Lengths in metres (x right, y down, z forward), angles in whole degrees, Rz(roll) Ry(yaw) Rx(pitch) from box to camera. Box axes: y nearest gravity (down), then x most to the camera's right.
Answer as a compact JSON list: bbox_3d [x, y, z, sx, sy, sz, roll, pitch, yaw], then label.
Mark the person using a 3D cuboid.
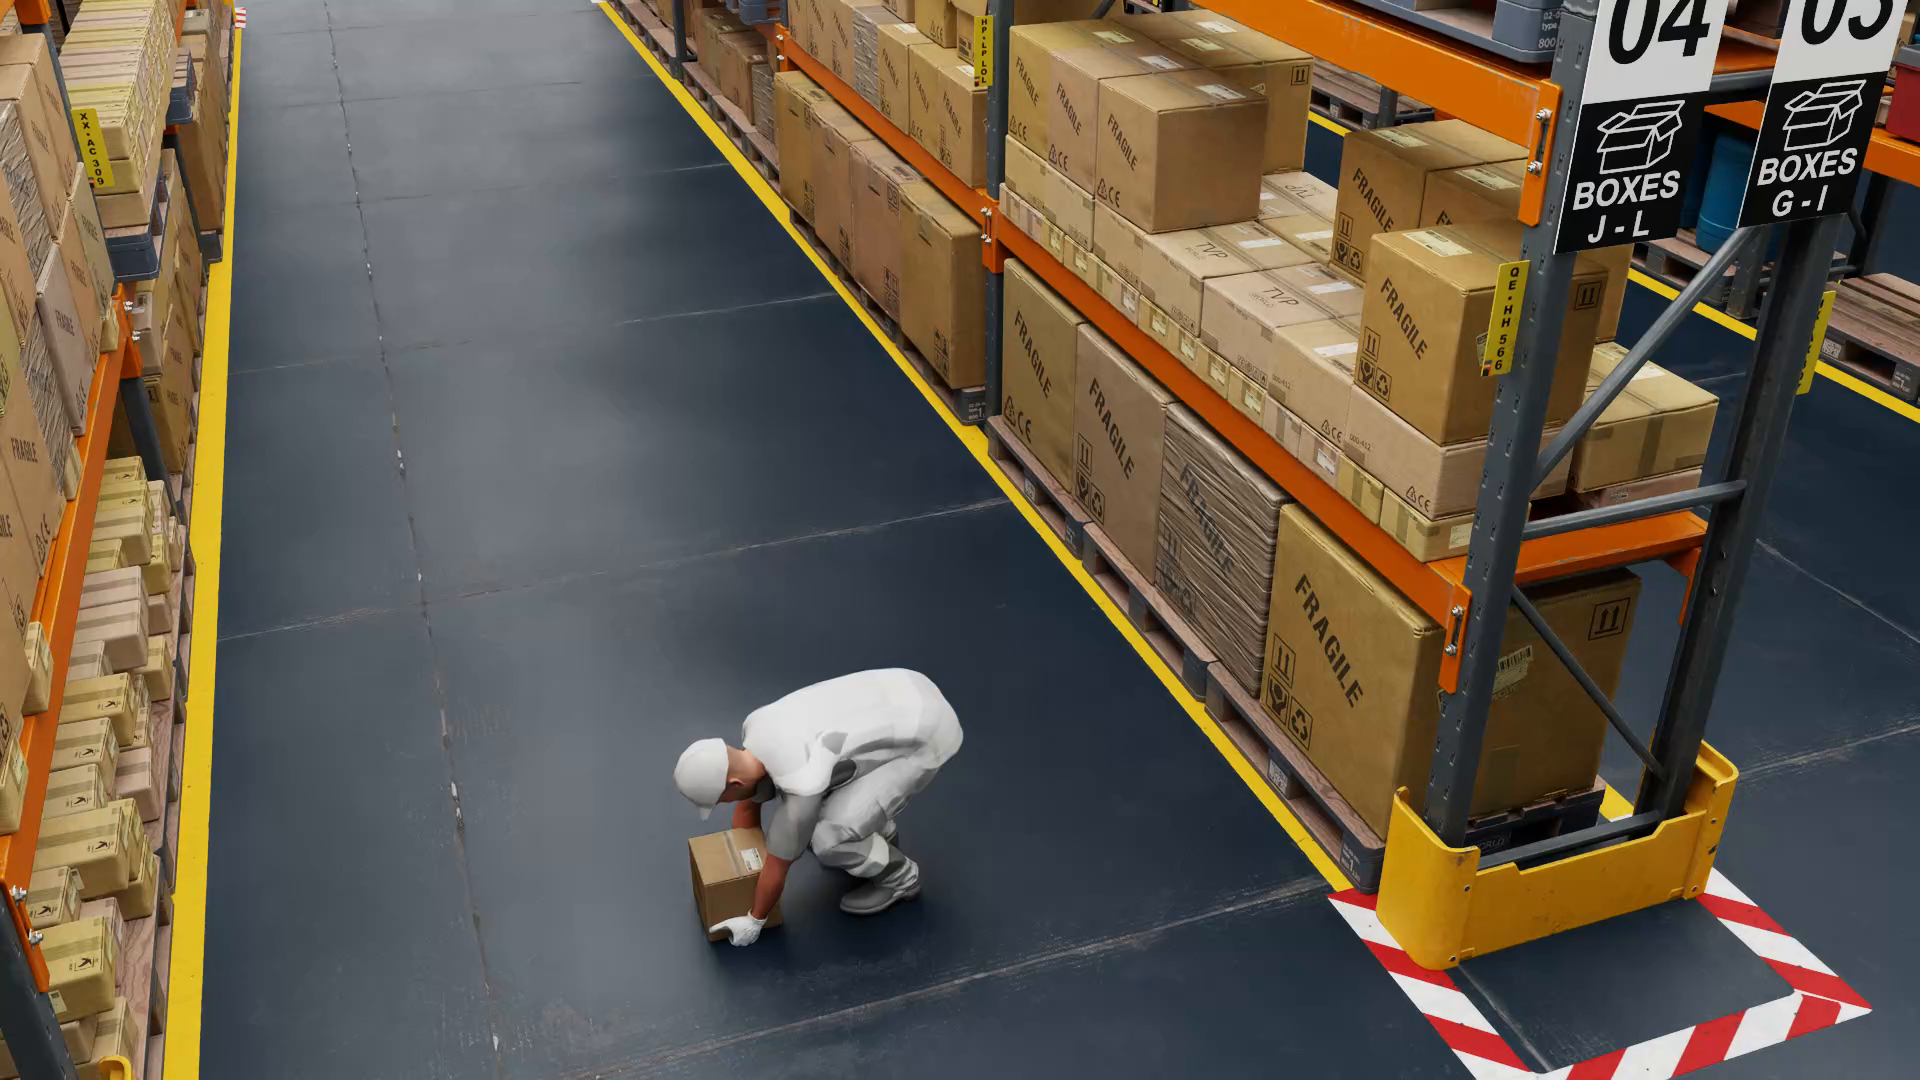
[{"bbox_3d":[-0.468,0.875,5.584,0.966,0.830,0.527,-11,31,-19],"label":"person"}]
